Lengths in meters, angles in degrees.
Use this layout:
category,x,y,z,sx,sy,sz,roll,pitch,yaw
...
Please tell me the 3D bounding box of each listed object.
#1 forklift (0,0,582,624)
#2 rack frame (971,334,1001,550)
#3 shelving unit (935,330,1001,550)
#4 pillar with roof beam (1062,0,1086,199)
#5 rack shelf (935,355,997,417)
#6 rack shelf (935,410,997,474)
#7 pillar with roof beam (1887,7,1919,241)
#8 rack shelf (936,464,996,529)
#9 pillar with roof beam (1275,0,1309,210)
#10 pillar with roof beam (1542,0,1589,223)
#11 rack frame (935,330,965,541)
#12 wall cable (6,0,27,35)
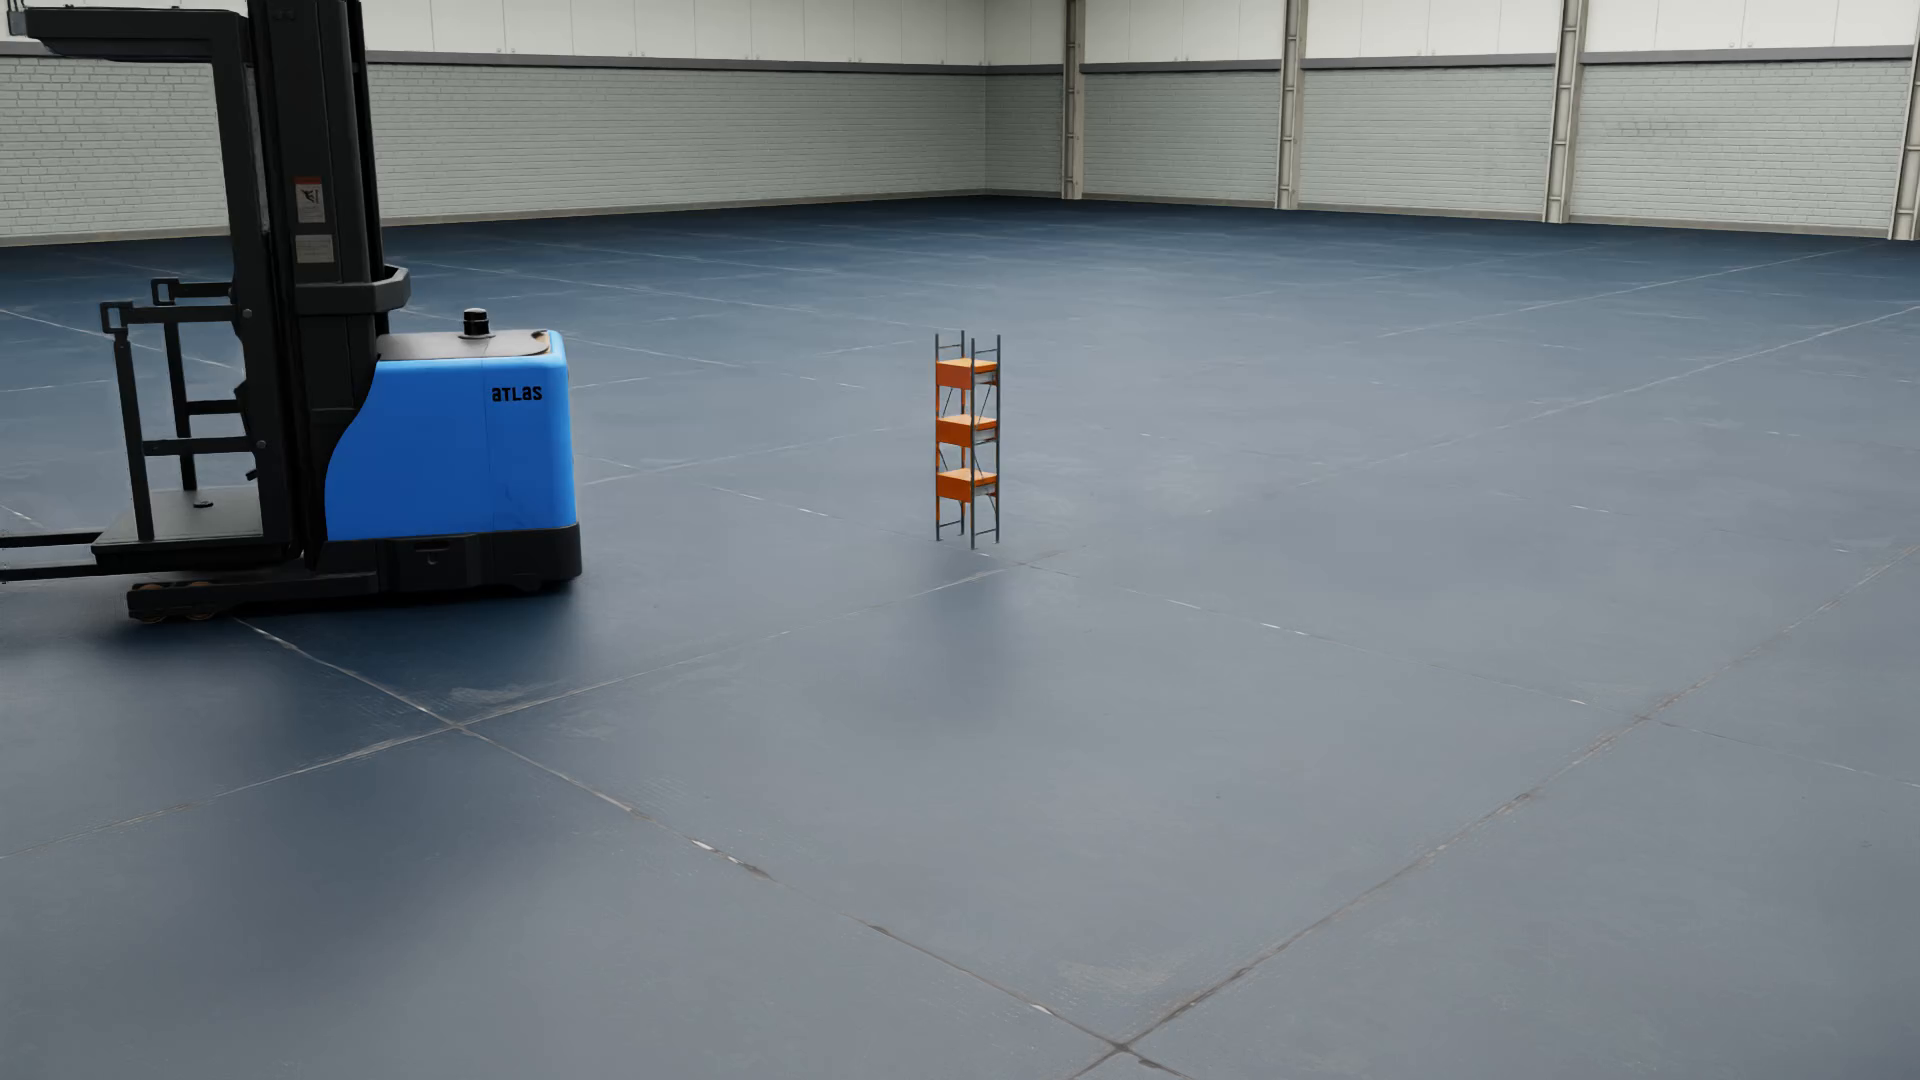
category,x,y,z,sx,sy,sz,roll,pitch,yaw
forklift,-3.294,-1.209,7.259,3.031,2.935,1.130,-4,15,-14
rack frame,0.126,-0.477,8.182,0.008,1.050,0.200,14,20,42
shelving unit,0.039,-0.499,8.264,0.252,1.050,0.215,14,20,42
pillar with roof beam,-0.321,-11.704,35.502,0.400,9.000,9.100,14,20,42
rack shelf,0.039,-0.763,8.195,0.240,0.259,0.215,14,20,42
rack shelf,0.039,-0.488,8.266,0.240,0.259,0.215,14,20,42
pillar with roof beam,12.636,-8.553,23.412,0.400,9.000,9.100,14,20,42
rack shelf,0.039,-0.219,8.337,0.240,0.259,0.215,14,20,42
pillar with roof beam,3.998,-10.653,31.472,0.400,9.000,9.100,14,20,42
pillar with roof beam,8.317,-9.603,27.442,0.400,9.000,9.100,14,20,42
rack frame,-0.049,-0.520,8.346,0.008,1.050,0.200,14,20,42
wall cable,-13.800,-10.889,25.631,0.169,6.003,2.305,14,20,42
